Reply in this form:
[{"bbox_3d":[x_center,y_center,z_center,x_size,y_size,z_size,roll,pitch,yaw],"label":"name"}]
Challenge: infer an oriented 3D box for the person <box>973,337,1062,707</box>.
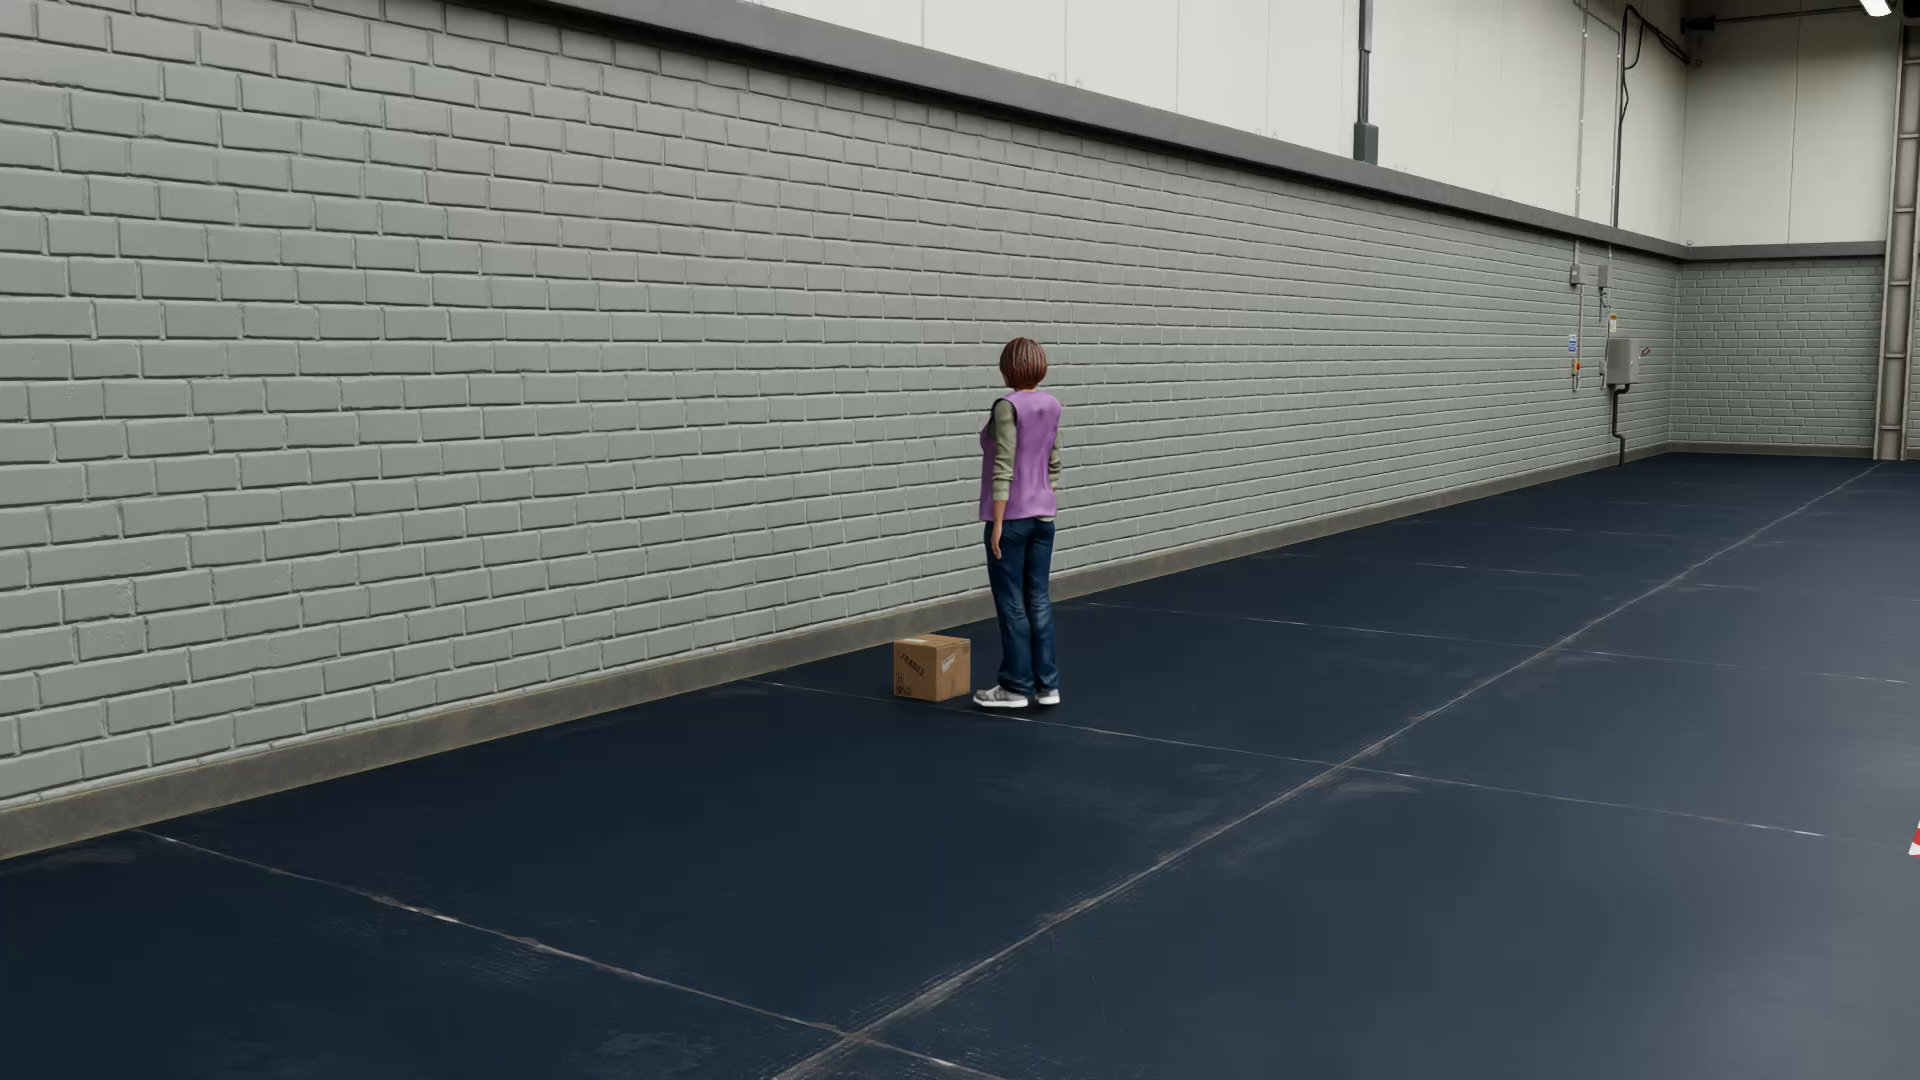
[{"bbox_3d":[0.267,-0.073,7.172,0.450,1.599,0.348,-6,9,-43],"label":"person"}]
